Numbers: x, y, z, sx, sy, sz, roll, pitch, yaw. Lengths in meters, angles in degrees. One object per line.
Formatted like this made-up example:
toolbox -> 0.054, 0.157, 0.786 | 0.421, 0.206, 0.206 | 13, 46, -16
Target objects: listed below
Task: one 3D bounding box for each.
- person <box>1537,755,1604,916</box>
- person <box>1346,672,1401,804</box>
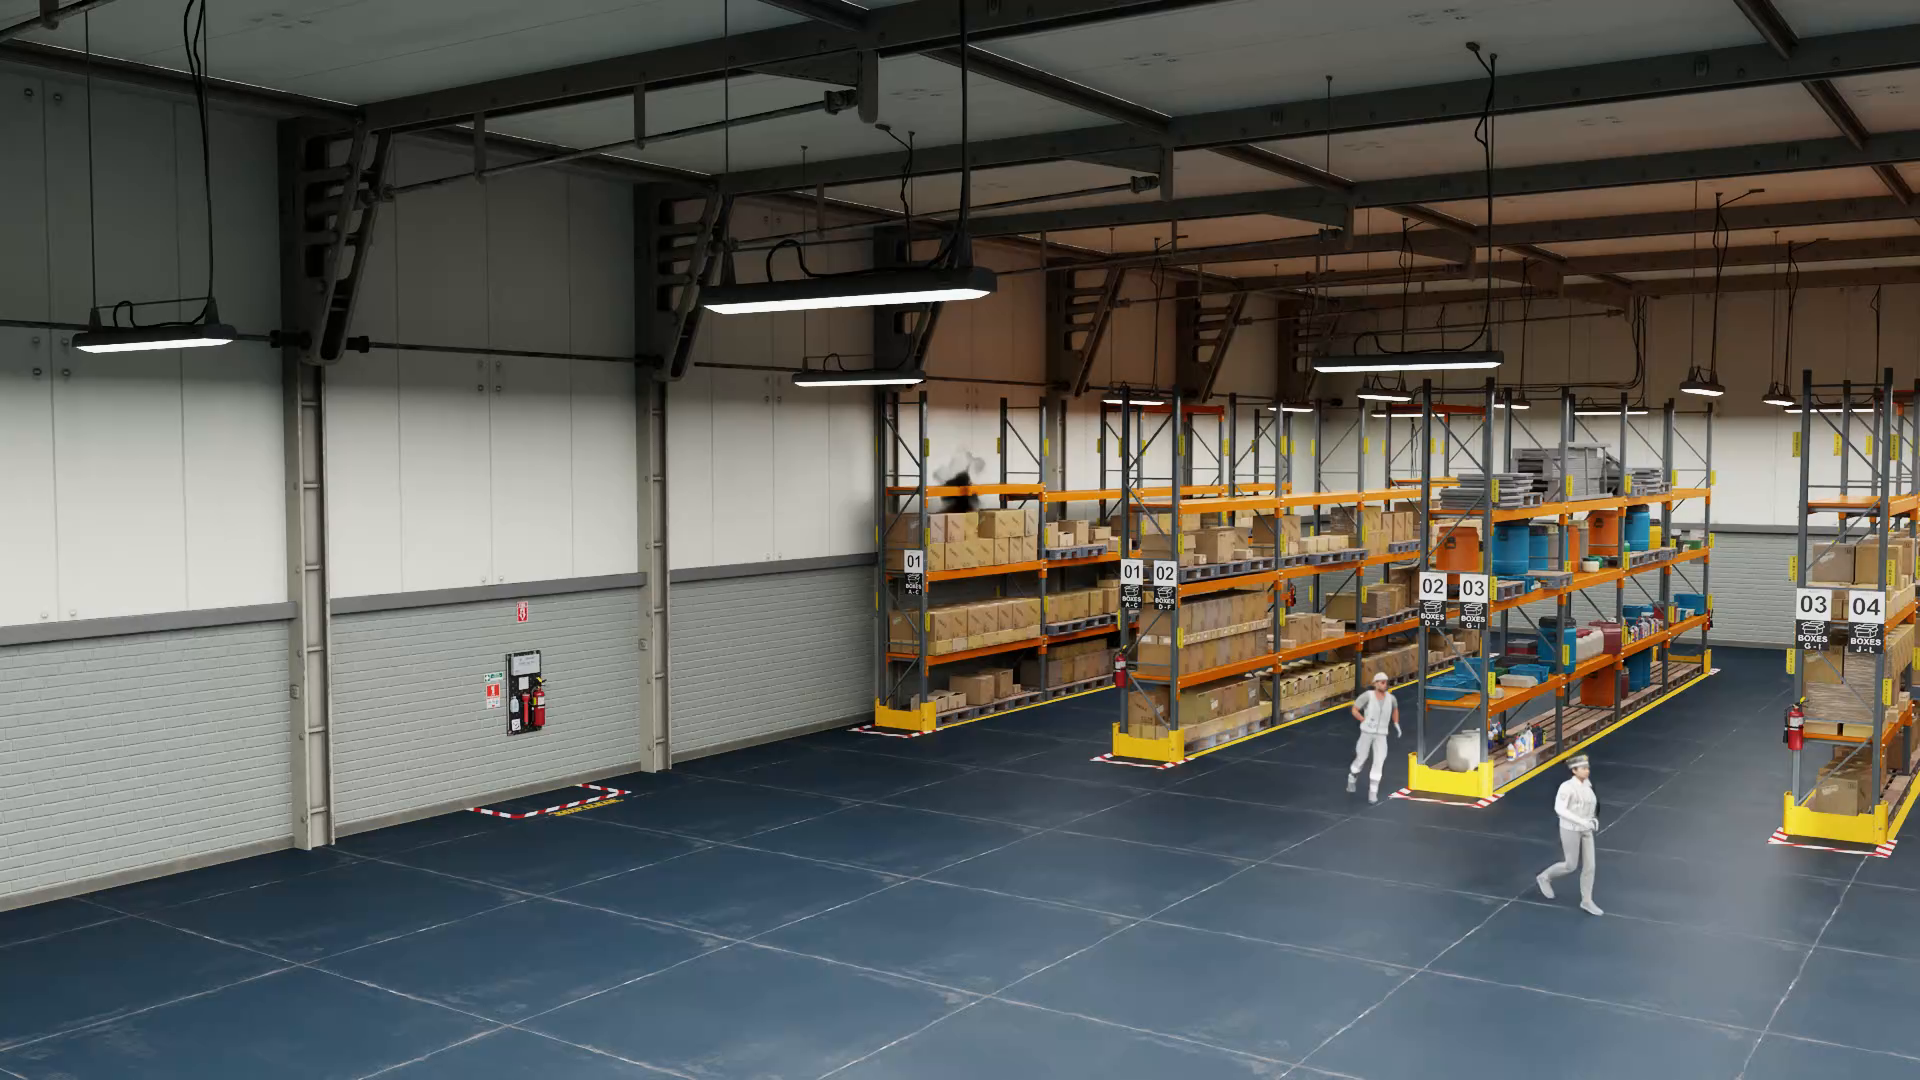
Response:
person -> 6.674, 3.161, 18.073 | 0.640, 1.705, 0.784 | -2, 4, -32
person -> 5.939, 2.783, 23.698 | 0.725, 1.794, 0.864 | 0, 3, -3
